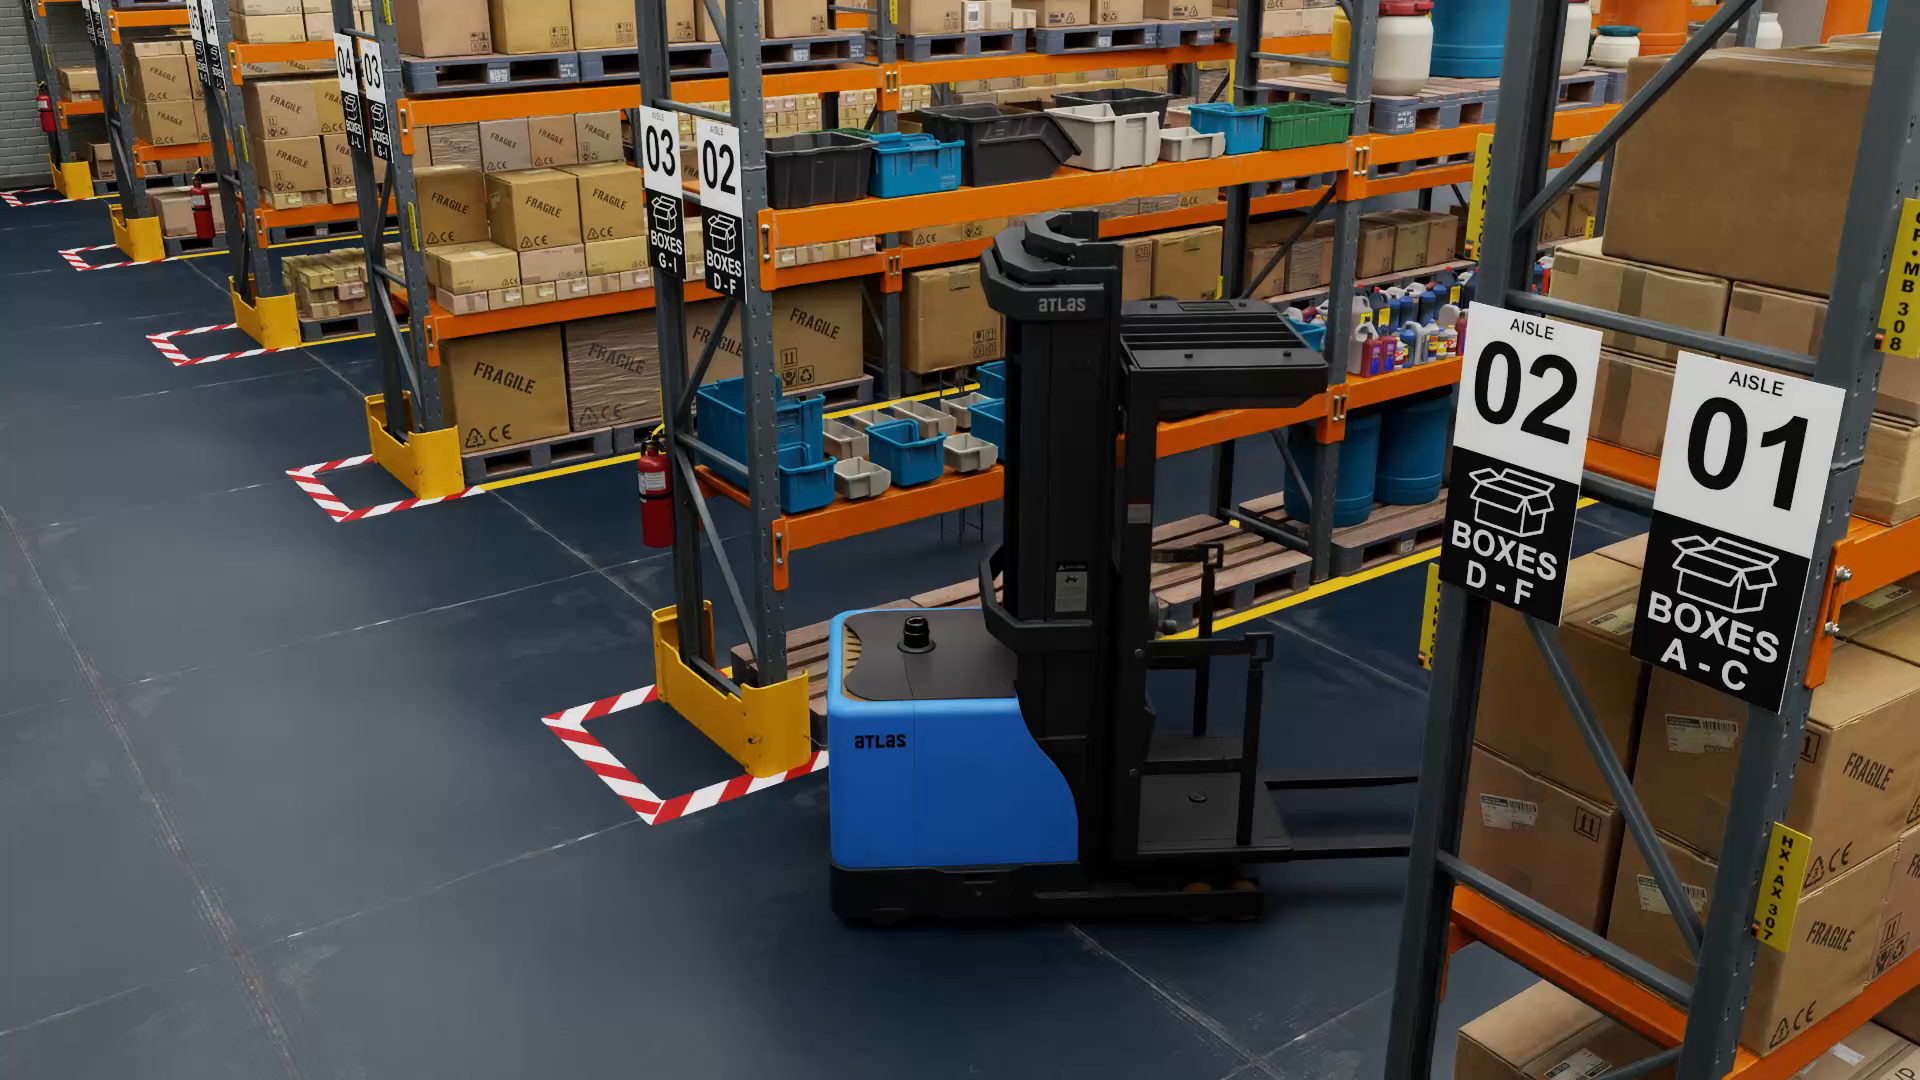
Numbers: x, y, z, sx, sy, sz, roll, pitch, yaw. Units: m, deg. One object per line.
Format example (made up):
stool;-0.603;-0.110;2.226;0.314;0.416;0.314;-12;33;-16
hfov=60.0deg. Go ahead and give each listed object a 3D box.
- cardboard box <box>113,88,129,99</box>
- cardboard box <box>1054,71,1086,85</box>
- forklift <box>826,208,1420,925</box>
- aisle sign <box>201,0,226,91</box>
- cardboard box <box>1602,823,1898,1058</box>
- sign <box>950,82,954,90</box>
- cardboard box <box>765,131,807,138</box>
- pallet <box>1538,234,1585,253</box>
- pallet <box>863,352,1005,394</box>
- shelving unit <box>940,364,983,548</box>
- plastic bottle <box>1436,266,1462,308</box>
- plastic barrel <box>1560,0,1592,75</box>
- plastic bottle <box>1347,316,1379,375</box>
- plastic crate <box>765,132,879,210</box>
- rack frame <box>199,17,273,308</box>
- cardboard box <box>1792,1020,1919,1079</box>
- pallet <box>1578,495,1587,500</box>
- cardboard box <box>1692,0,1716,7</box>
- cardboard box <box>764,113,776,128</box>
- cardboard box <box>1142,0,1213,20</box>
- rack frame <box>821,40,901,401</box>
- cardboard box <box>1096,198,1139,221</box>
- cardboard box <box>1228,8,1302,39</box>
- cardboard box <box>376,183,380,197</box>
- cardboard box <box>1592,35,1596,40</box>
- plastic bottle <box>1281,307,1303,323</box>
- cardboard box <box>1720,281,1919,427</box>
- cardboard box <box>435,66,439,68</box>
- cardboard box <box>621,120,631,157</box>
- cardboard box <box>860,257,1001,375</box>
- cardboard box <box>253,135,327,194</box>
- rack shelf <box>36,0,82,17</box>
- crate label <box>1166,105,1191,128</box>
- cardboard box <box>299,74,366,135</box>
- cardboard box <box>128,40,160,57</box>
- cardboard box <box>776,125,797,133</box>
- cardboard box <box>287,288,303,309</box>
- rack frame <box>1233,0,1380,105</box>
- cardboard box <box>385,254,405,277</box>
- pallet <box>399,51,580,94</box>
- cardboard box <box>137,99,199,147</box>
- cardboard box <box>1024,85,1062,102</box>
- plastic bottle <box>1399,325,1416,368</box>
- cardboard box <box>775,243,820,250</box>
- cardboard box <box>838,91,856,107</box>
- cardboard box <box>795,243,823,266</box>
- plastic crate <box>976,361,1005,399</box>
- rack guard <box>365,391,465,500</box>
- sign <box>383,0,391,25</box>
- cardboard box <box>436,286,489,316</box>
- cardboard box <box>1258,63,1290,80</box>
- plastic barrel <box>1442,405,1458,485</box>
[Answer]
cardboard box;-11.991;-6.377;23.668;0.250;0.149;0.380;-15;26;-34
cardboard box;1.188;-6.078;21.096;0.500;0.500;0.700;-15;26;-33
forklift;0.925;0.103;7.182;3.031;2.935;1.130;-1;22;-3
aisle sign;-6.800;-4.510;15.144;0.004;0.787;0.394;-15;26;-33
cardboard box;2.196;1.023;4.650;0.500;0.500;0.500;-14;26;-32
sign;-0.097;-5.480;19.627;0.005;0.325;0.100;-15;26;-33
cardboard box;-1.392;-3.150;14.033;0.500;0.500;0.500;-15;26;-33
pallet;7.156;-3.618;20.179;1.213;0.211;1.003;-15;26;-33
pallet;-0.272;-1.655;15.259;1.213;0.211;1.003;-15;26;-33
shelving unit;0.012;-0.560;11.182;0.189;1.200;0.258;-15;26;-33
plastic bottle;3.488;-1.783;11.884;0.185;0.351;0.144;-15;26;-33
plastic barrel;3.934;-3.358;10.968;0.433;0.535;0.433;0;22;0
plastic bottle;2.546;-1.235;10.510;0.185;0.351;0.144;-15;26;-33
plastic crate;-0.733;-1.736;7.830;0.590;0.269;0.497;-15;26;-33
rack frame;-6.916;-3.409;15.891;0.127;3.000;1.000;-15;26;-33
cardboard box;3.100;1.910;5.678;0.500;0.250;0.500;-15;26;-33
pallet;4.670;-0.658;12.760;1.213;0.211;1.003;-15;26;-33
cardboard box;8.644;-6.500;19.795;0.500;0.250;0.500;-14;26;-32
cardboard box;-2.233;-4.666;18.413;0.250;0.149;0.380;-14;26;-31
cardboard box;1.940;-5.109;15.398;0.637;0.503;0.797;-13;25;-30
rack frame;-0.854;-2.760;14.267;0.127;3.000;1.000;-15;26;-33
cardboard box;1.309;-3.272;15.413;0.500;0.500;0.500;-16;27;-35
cardboard box;2.923;-4.975;15.971;0.500;0.250;0.500;-14;26;-32
cardboard box;-5.899;-3.470;16.385;0.250;0.149;0.380;-14;25;-30
cardboard box;7.466;-5.755;19.886;0.500;0.500;0.500;-15;26;-33
plastic bottle;2.170;-1.395;11.013;0.135;0.276;0.152;-15;26;-33
cardboard box;2.250;-0.502;4.088;0.500;0.250;0.500;-15;26;-33
cardboard box;-5.434;-4.572;16.921;0.500;0.500;0.500;-16;27;-35
cardboard box;-4.730;-5.499;23.431;0.875;0.875;0.875;-15;26;-32
cardboard box;-0.346;-2.113;14.945;0.875;0.875;1.225;-15;26;-33
cardboard box;-6.390;-3.607;15.853;0.500;0.500;0.500;-14;25;-30
rack shelf;-11.167;-7.860;23.971;4.000;0.370;1.077;-15;26;-33
crate label;1.473;-2.522;9.978;0.466;0.136;0.293;-15;26;-33
cardboard box;-5.990;-4.186;15.954;0.500;0.500;0.500;-14;26;-31
cardboard box;-9.439;-5.682;19.228;0.250;0.149;0.380;-14;26;-32
cardboard box;-2.023;-4.584;18.609;0.250;0.149;0.380;-15;26;-34
cardboard box;-6.610;-2.456;16.784;0.250;0.149;0.380;-14;26;-32
rack frame;2.039;-4.057;9.421;0.127;3.000;1.000;-15;26;-33
cardboard box;-5.706;-2.758;16.737;0.250;0.149;0.380;-16;27;-35
pallet;-3.505;-3.410;11.968;1.213;0.211;1.003;-15;26;-33
cardboard box;-9.331;-4.940;19.594;0.500;0.500;0.500;-15;26;-33
cardboard box;0.921;-5.423;20.803;0.500;0.500;0.500;-15;26;-33
plastic bottle;2.856;-1.242;10.635;0.097;0.271;0.097;0;22;0
cardboard box;-1.478;-2.542;13.519;0.500;0.250;0.500;-14;26;-31
cardboard box;-1.383;-5.031;18.927;0.250;0.149;0.380;-15;26;-33
cardboard box;-1.328;-2.368;13.622;0.250;0.149;0.380;-15;26;-34
plastic crate;0.309;-0.876;9.690;0.300;0.233;0.416;-15;26;-33
rack guard;-4.120;-0.728;12.547;0.348;0.500;1.175;-15;26;-33
sign;-3.782;-3.562;10.943;0.005;0.325;0.100;-15;26;-33
cardboard box;-3.620;-1.755;12.087;0.250;0.149;0.380;-15;26;-32
cardboard box;4.058;-6.366;23.101;0.550;0.550;0.875;-15;26;-33
plastic barrel;3.575;-0.671;11.821;0.421;0.512;0.421;0;22;0
